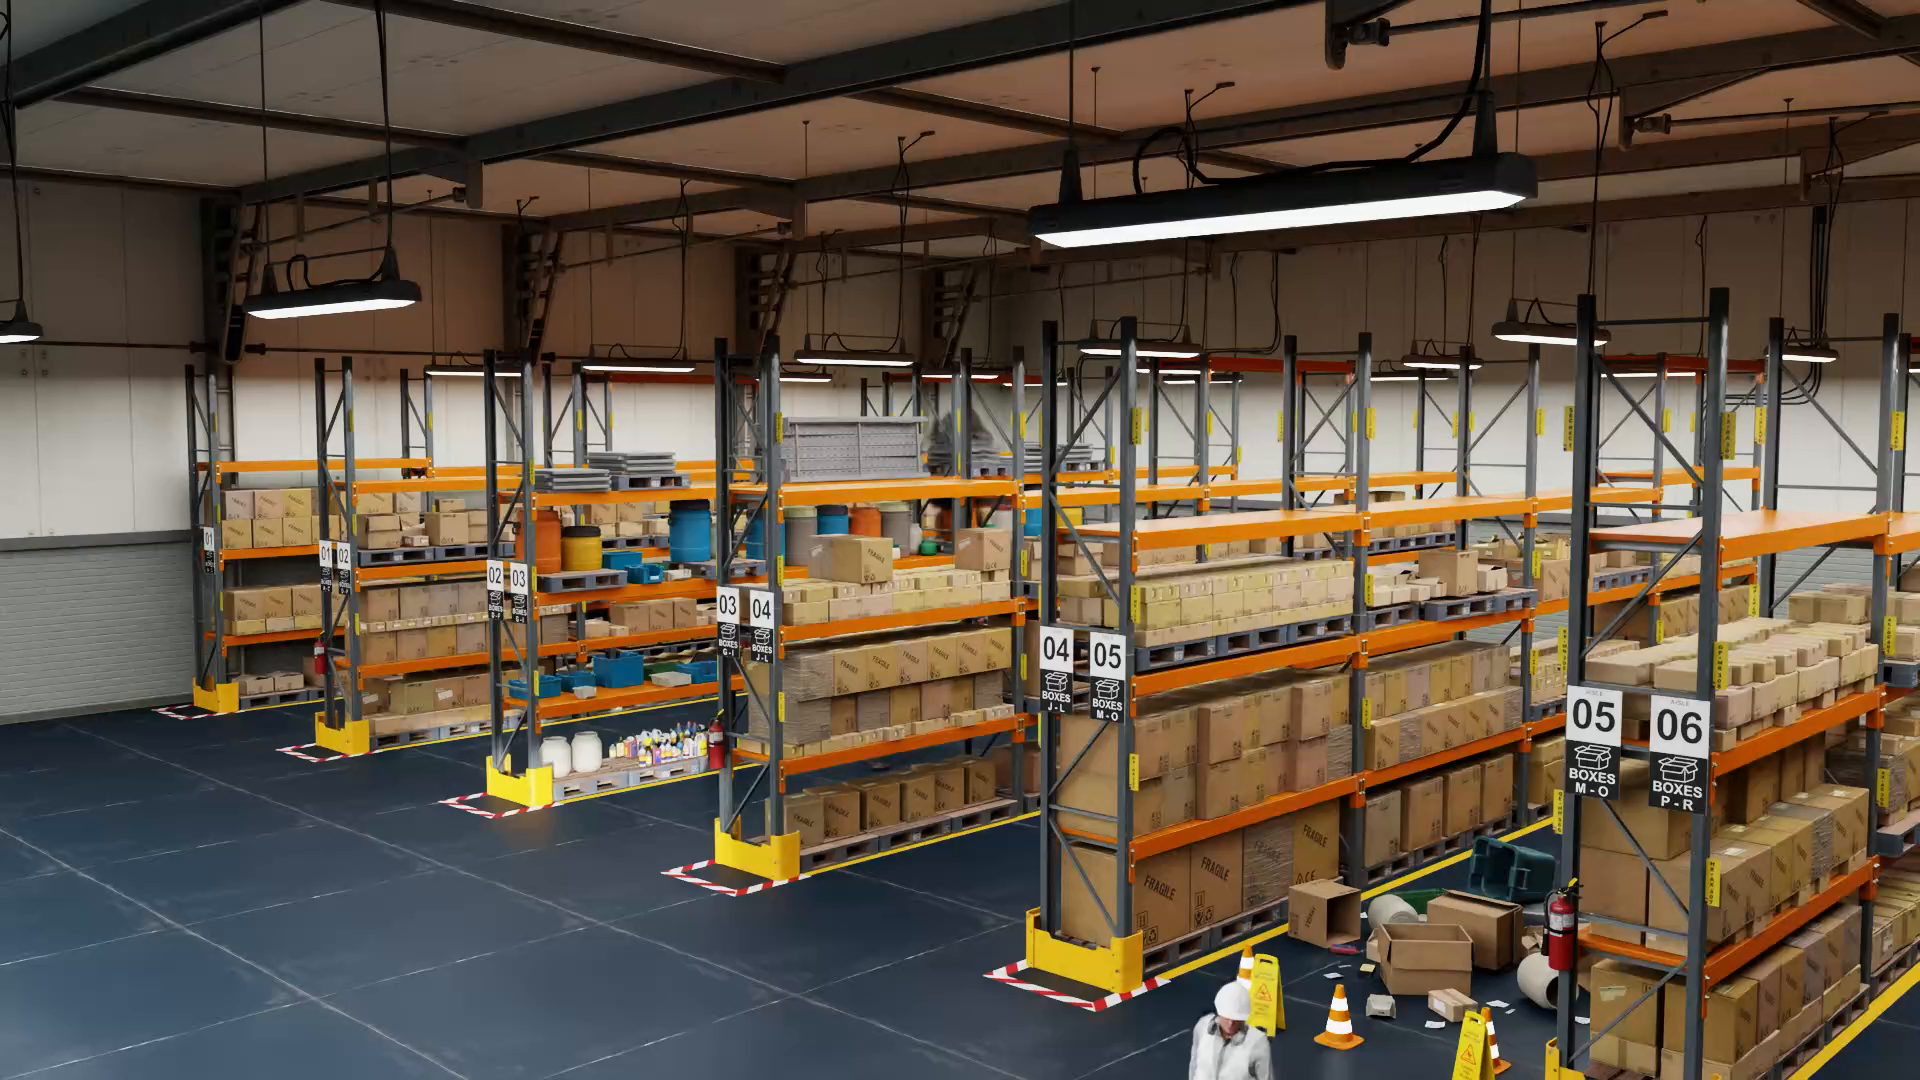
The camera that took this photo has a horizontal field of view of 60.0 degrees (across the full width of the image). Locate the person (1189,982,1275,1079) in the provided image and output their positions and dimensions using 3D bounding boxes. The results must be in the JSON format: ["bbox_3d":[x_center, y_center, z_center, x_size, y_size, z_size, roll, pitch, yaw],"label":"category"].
[{"bbox_3d":[1.649,3.485,10.236,0.676,1.661,0.606,3,5,31],"label":"person"}]

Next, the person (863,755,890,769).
[{"bbox_3d":[-1.277,2.550,23.909,0.652,1.538,0.551,-4,6,-44],"label":"person"}]
